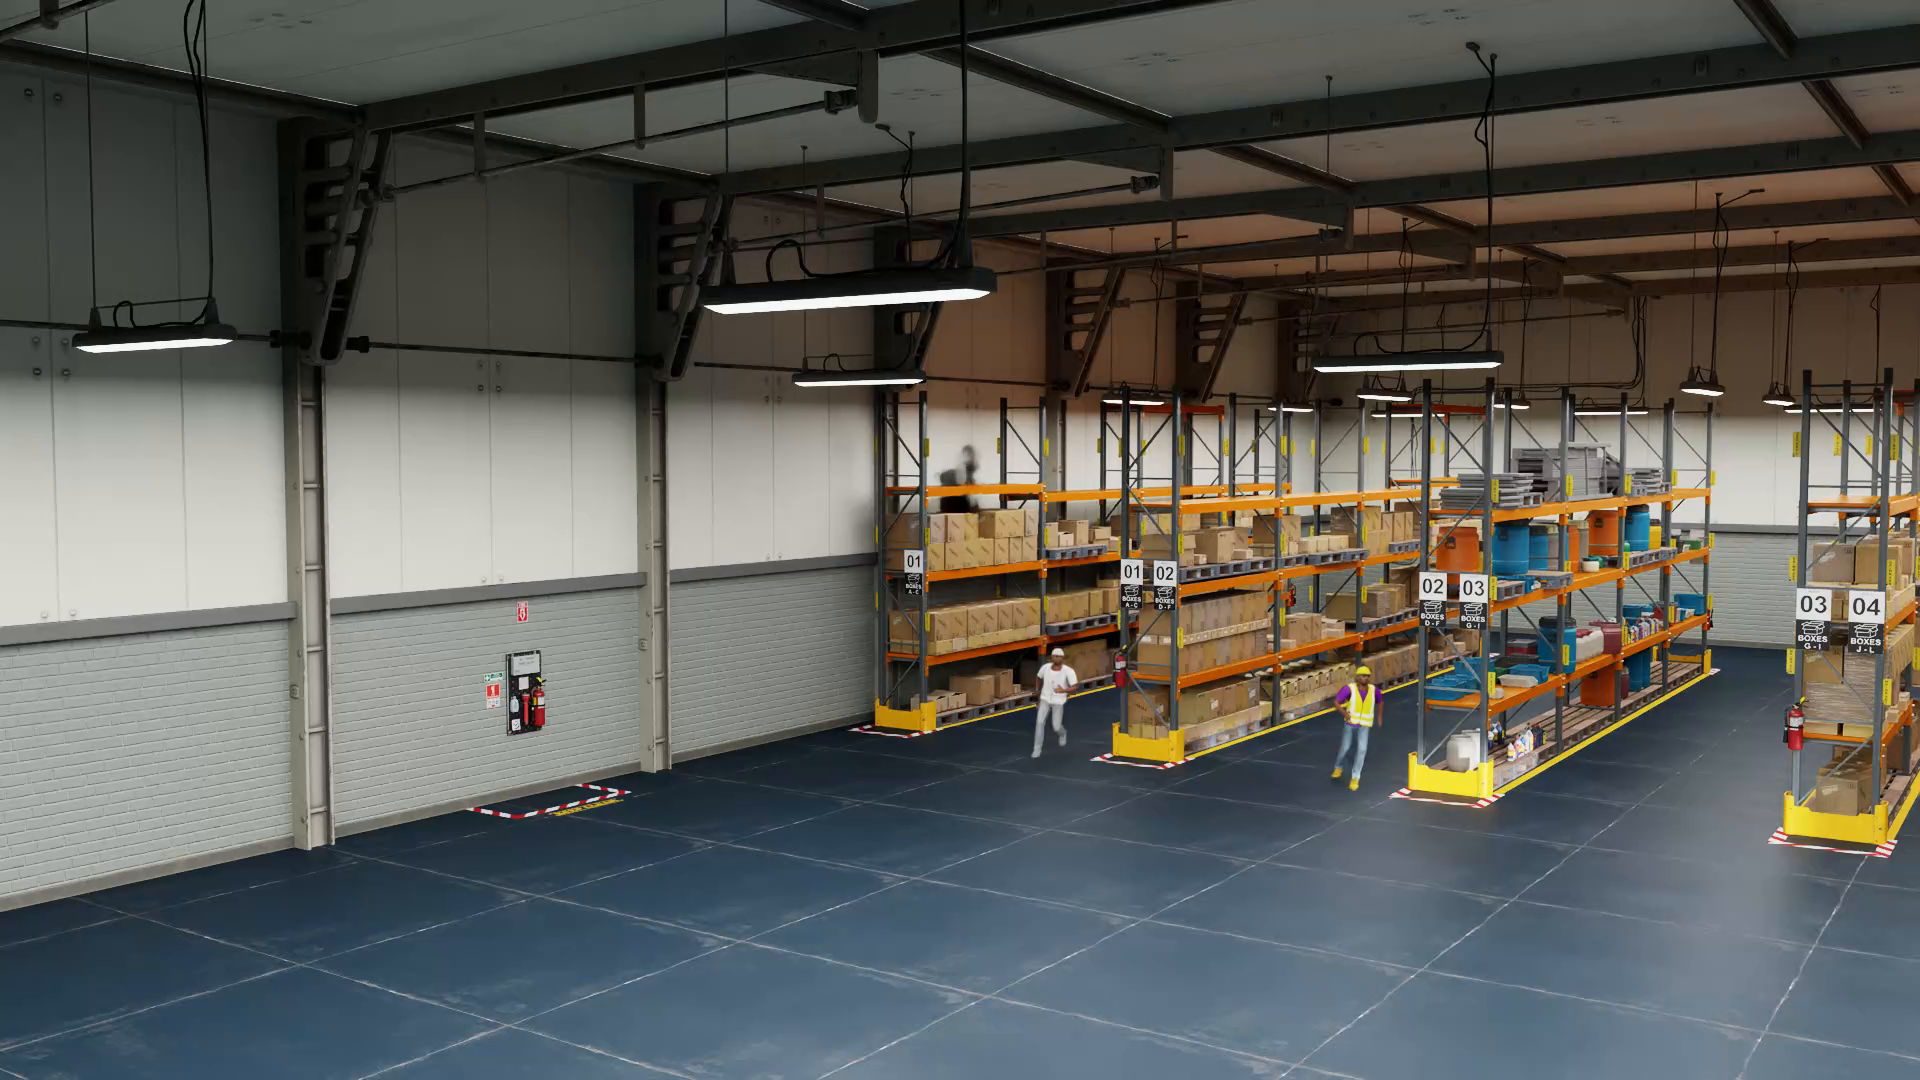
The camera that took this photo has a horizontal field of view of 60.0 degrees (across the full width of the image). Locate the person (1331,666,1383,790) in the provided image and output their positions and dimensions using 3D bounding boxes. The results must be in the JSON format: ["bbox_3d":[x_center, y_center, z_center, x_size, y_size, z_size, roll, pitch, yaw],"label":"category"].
[{"bbox_3d":[5.916,2.761,24.673,0.759,1.785,0.836,0,3,6],"label":"person"}]

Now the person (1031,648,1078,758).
[{"bbox_3d":[1.530,2.591,26.717,0.733,1.725,0.831,1,3,18],"label":"person"}]
